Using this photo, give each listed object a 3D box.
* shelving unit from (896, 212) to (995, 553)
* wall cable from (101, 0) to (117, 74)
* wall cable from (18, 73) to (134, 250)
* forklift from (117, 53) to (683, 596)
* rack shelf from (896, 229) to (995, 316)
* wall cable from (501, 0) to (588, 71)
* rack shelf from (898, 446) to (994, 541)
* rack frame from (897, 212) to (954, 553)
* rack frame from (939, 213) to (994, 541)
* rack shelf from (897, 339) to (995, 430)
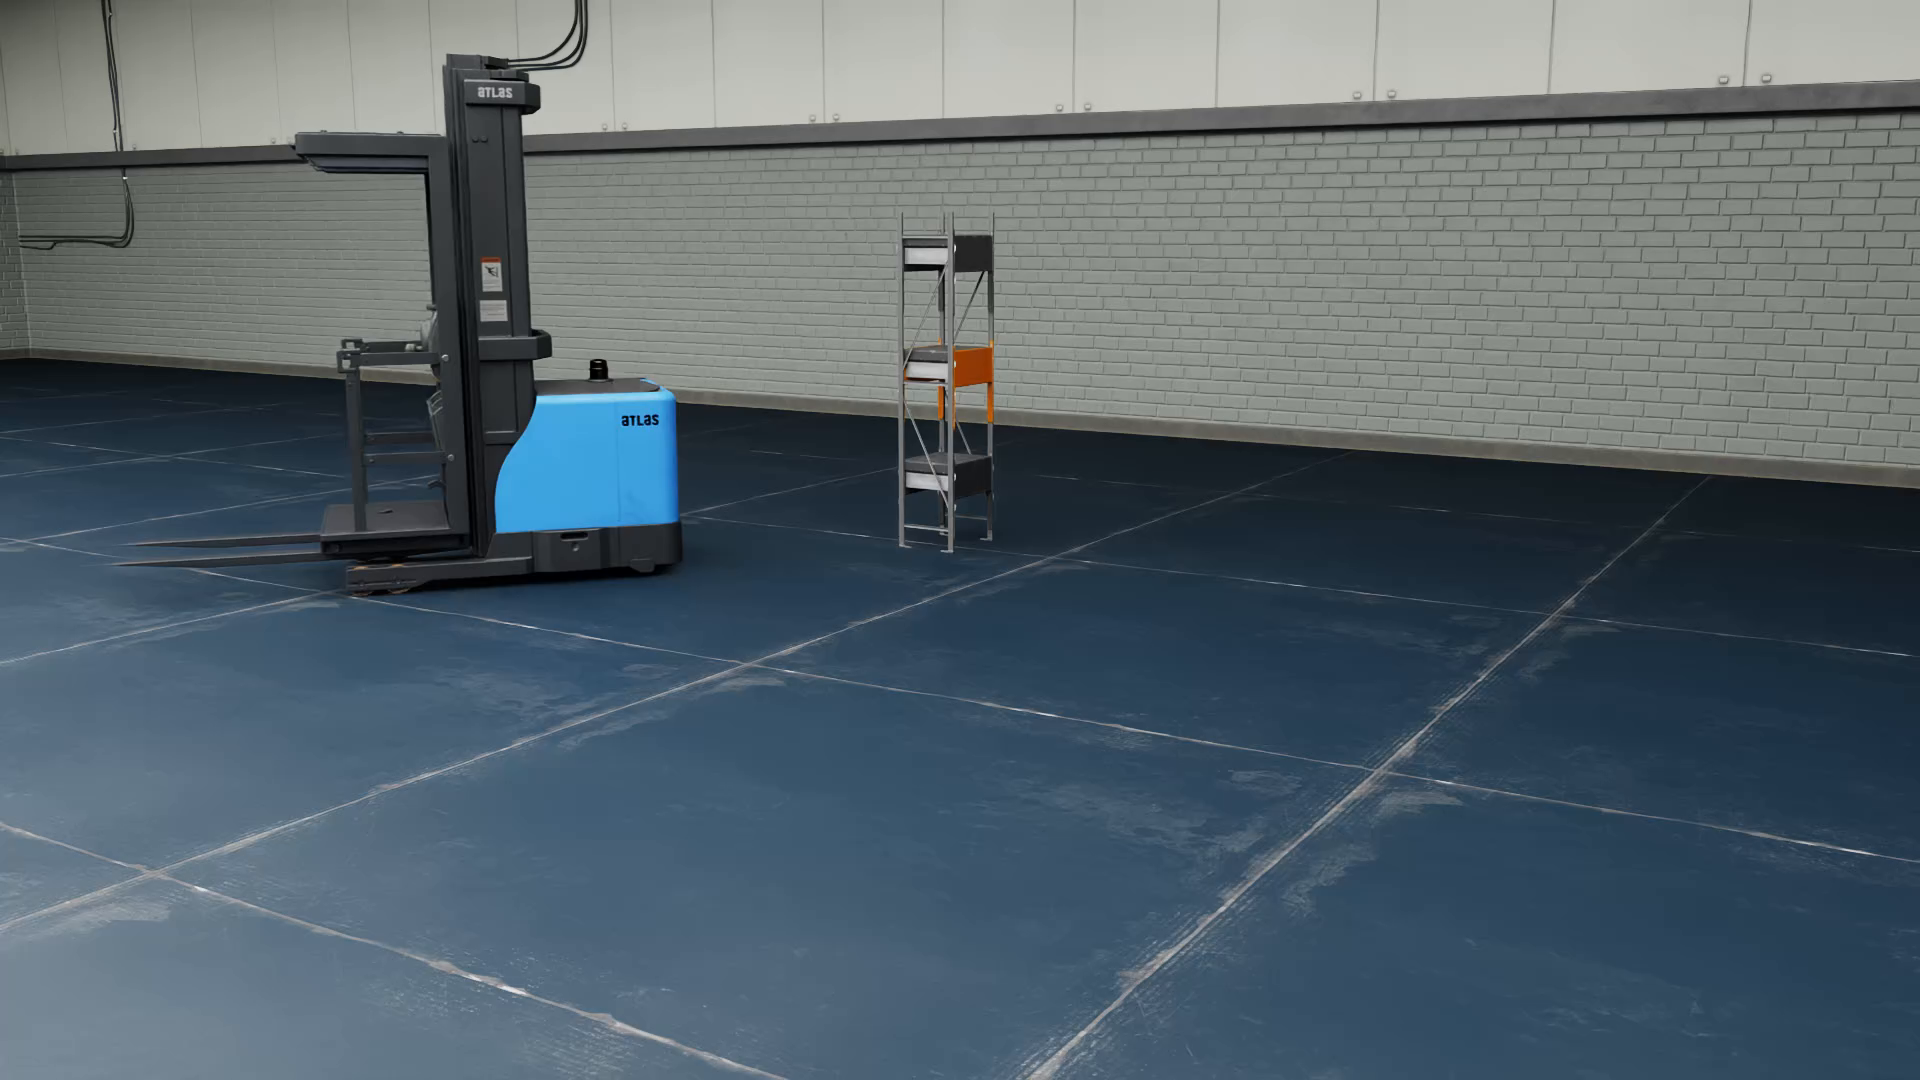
[{"bbox_3d":[-0.086,-1.006,10.536,0.431,2.100,0.503,6,12,31],"label":"shelving unit"},{"bbox_3d":[-11.127,-7.858,23.102,3.097,2.526,0.112,6,12,31],"label":"wall cable"},{"bbox_3d":[-13.439,-5.634,24.948,3.097,2.526,0.112,6,12,31],"label":"wall cable"},{"bbox_3d":[-3.213,-1.238,9.514,3.031,2.935,1.130,-4,11,-18],"label":"forklift"},{"bbox_3d":[-0.086,-1.681,10.410,0.431,0.518,0.480,6,12,31],"label":"rack shelf"},{"bbox_3d":[-5.334,-7.923,19.491,2.305,6.003,0.169,6,12,31],"label":"wall cable"},{"bbox_3d":[-0.086,-0.305,10.668,0.431,0.518,0.480,6,12,31],"label":"rack shelf"},{"bbox_3d":[-0.213,-0.968,10.331,0.400,2.100,0.015,6,12,31],"label":"rack frame"},{"bbox_3d":[0.041,-1.044,10.741,0.400,2.100,0.015,6,12,31],"label":"rack frame"},{"bbox_3d":[-0.086,-0.993,10.539,0.431,0.518,0.480,6,12,31],"label":"rack shelf"}]
